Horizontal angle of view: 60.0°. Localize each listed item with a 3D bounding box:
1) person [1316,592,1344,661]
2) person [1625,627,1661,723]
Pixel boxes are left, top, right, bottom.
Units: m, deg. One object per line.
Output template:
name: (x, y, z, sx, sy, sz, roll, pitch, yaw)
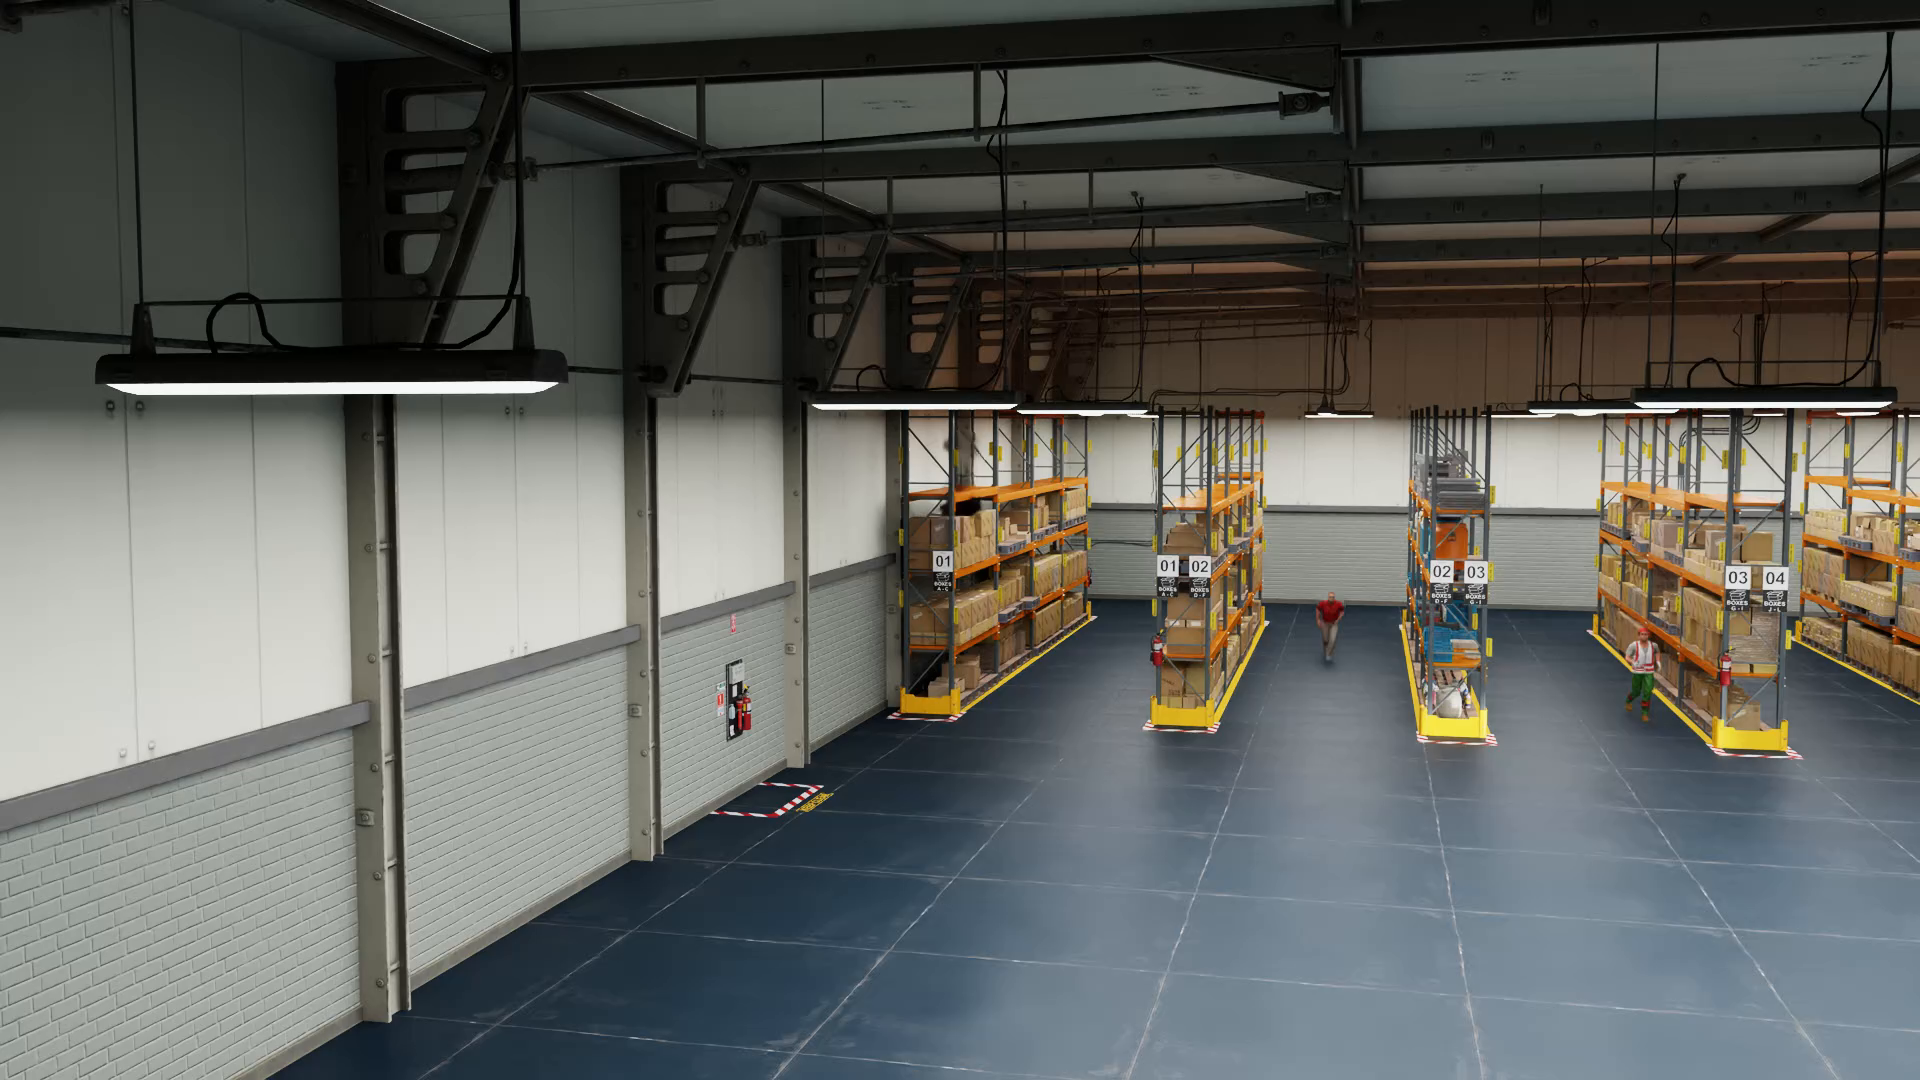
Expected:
person: (8.865, 2.060, 39.886, 0.658, 1.668, 0.781, 0, 4, 3)
person: (13.076, 2.552, 31.863, 0.667, 1.786, 0.956, 1, 4, 10)
